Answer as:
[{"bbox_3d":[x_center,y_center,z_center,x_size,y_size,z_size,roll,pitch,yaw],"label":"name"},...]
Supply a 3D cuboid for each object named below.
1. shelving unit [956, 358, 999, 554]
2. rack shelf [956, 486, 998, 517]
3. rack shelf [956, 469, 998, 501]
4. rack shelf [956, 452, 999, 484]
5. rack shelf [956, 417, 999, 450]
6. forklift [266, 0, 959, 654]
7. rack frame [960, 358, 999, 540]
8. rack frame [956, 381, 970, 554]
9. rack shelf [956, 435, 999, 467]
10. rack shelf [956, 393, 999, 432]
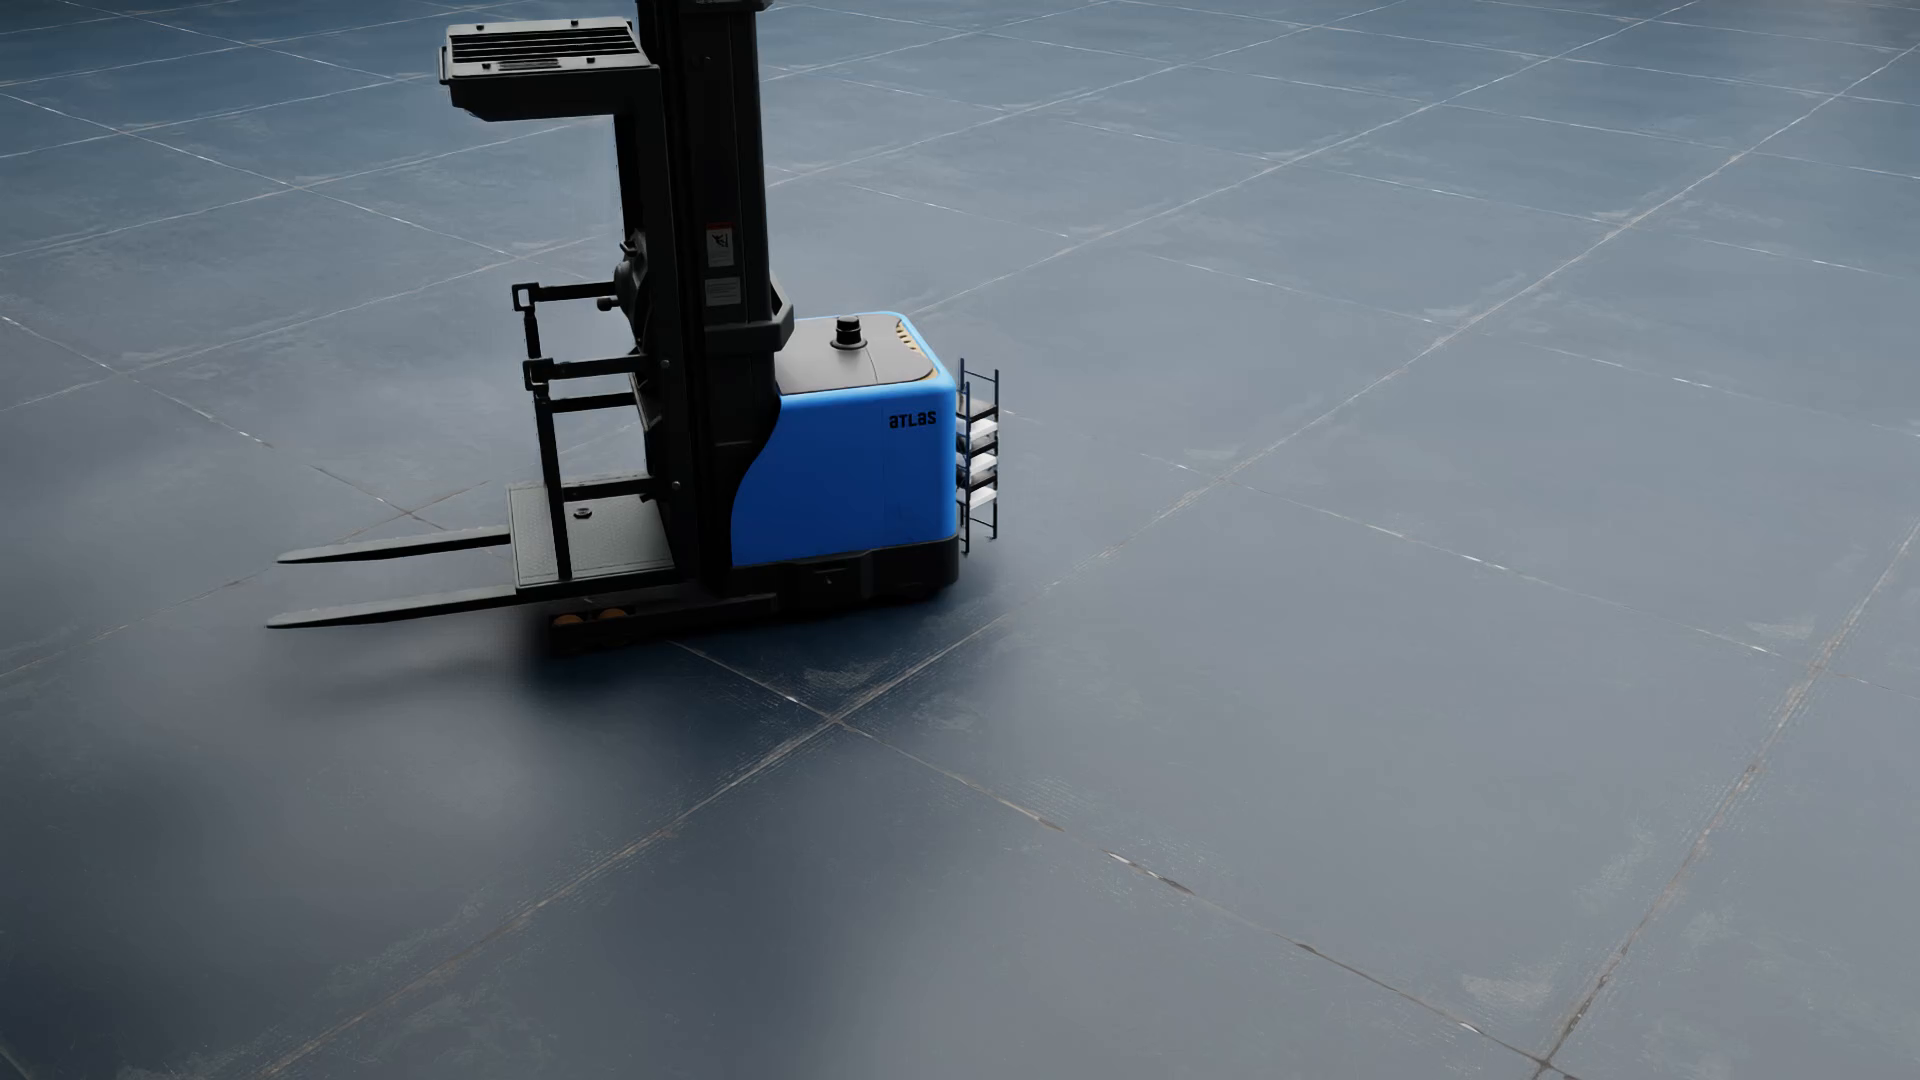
[{"bbox_3d":[0.025,-0.403,8.050,0.258,0.900,0.210,23,35,37],"label":"shelving unit"},{"bbox_3d":[0.025,-0.214,8.149,0.258,0.077,0.200,23,35,37],"label":"rack shelf"},{"bbox_3d":[0.025,-0.294,8.107,0.258,0.077,0.200,23,35,37],"label":"rack shelf"},{"bbox_3d":[0.025,-0.374,8.066,0.258,0.077,0.200,23,35,37],"label":"rack shelf"},{"bbox_3d":[0.025,-0.534,7.983,0.258,0.077,0.200,23,35,37],"label":"rack shelf"},{"bbox_3d":[-1.580,-1.075,7.138,3.031,2.935,1.130,-8,28,-14],"label":"forklift"},{"bbox_3d":[0.093,-0.438,8.117,0.240,0.900,0.006,23,35,37],"label":"rack frame"},{"bbox_3d":[-0.044,-0.369,7.984,0.240,0.900,0.006,23,35,37],"label":"rack frame"},{"bbox_3d":[0.025,-0.454,8.024,0.258,0.077,0.200,23,35,37],"label":"rack shelf"},{"bbox_3d":[0.025,-0.614,7.942,0.258,0.077,0.200,23,35,37],"label":"rack shelf"}]
